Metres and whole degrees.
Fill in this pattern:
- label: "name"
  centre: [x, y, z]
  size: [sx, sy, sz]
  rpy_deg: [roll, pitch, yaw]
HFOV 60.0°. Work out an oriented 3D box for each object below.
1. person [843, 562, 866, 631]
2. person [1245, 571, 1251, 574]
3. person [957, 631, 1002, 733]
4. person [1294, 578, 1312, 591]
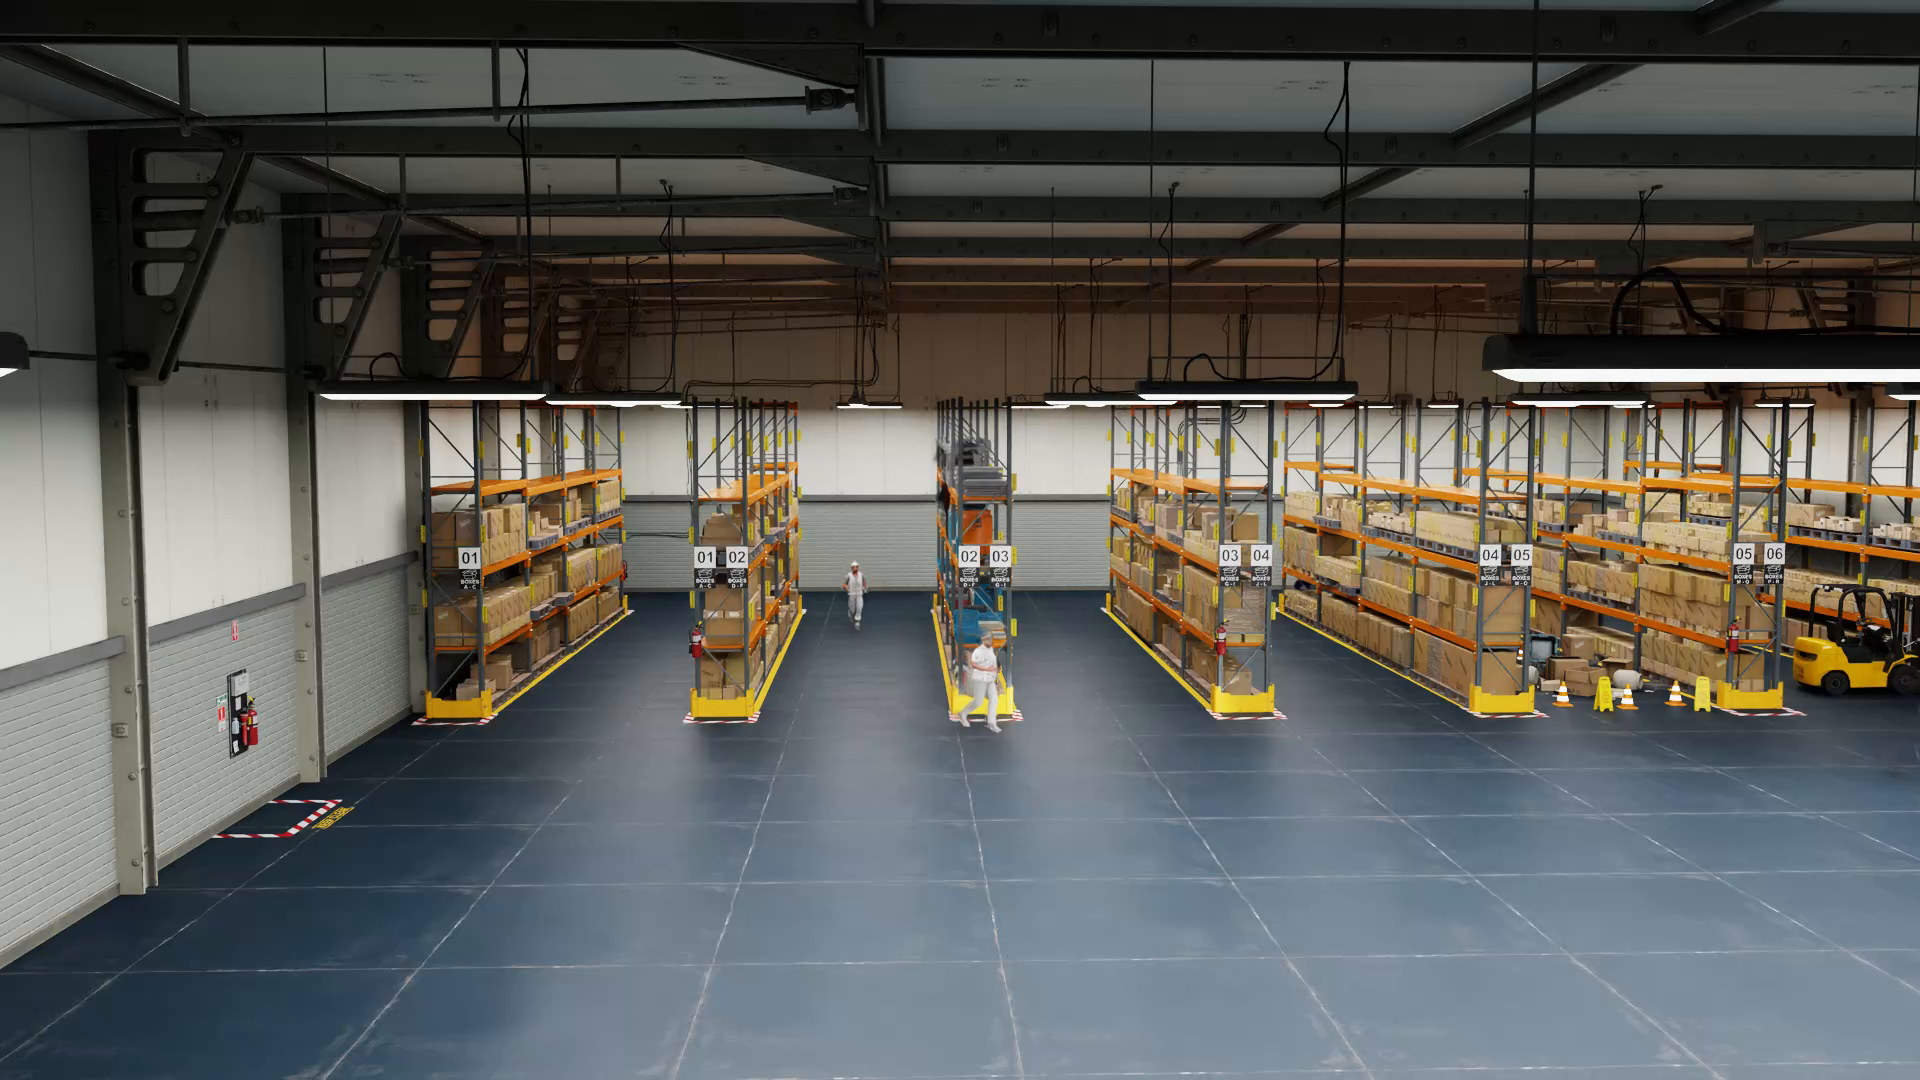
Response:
- label: "person"
  centre: [-2.756, 1.468, 43.755]
  size: [0.656, 1.783, 0.899]
  rpy_deg: [-1, 5, -13]
- label: "person"
  centre: [8.027, 1.316, 46.123]
  size: [0.683, 1.681, 0.754]
  rpy_deg: [1, 4, 8]
- label: "person"
  centre: [0.409, 2.529, 29.950]
  size: [0.896, 1.808, 0.677]
  rpy_deg: [3, 5, 36]
- label: "person"
  centre: [10.118, 1.130, 49.126]
  size: [0.644, 1.650, 0.799]
  rpy_deg: [-4, 6, -44]
